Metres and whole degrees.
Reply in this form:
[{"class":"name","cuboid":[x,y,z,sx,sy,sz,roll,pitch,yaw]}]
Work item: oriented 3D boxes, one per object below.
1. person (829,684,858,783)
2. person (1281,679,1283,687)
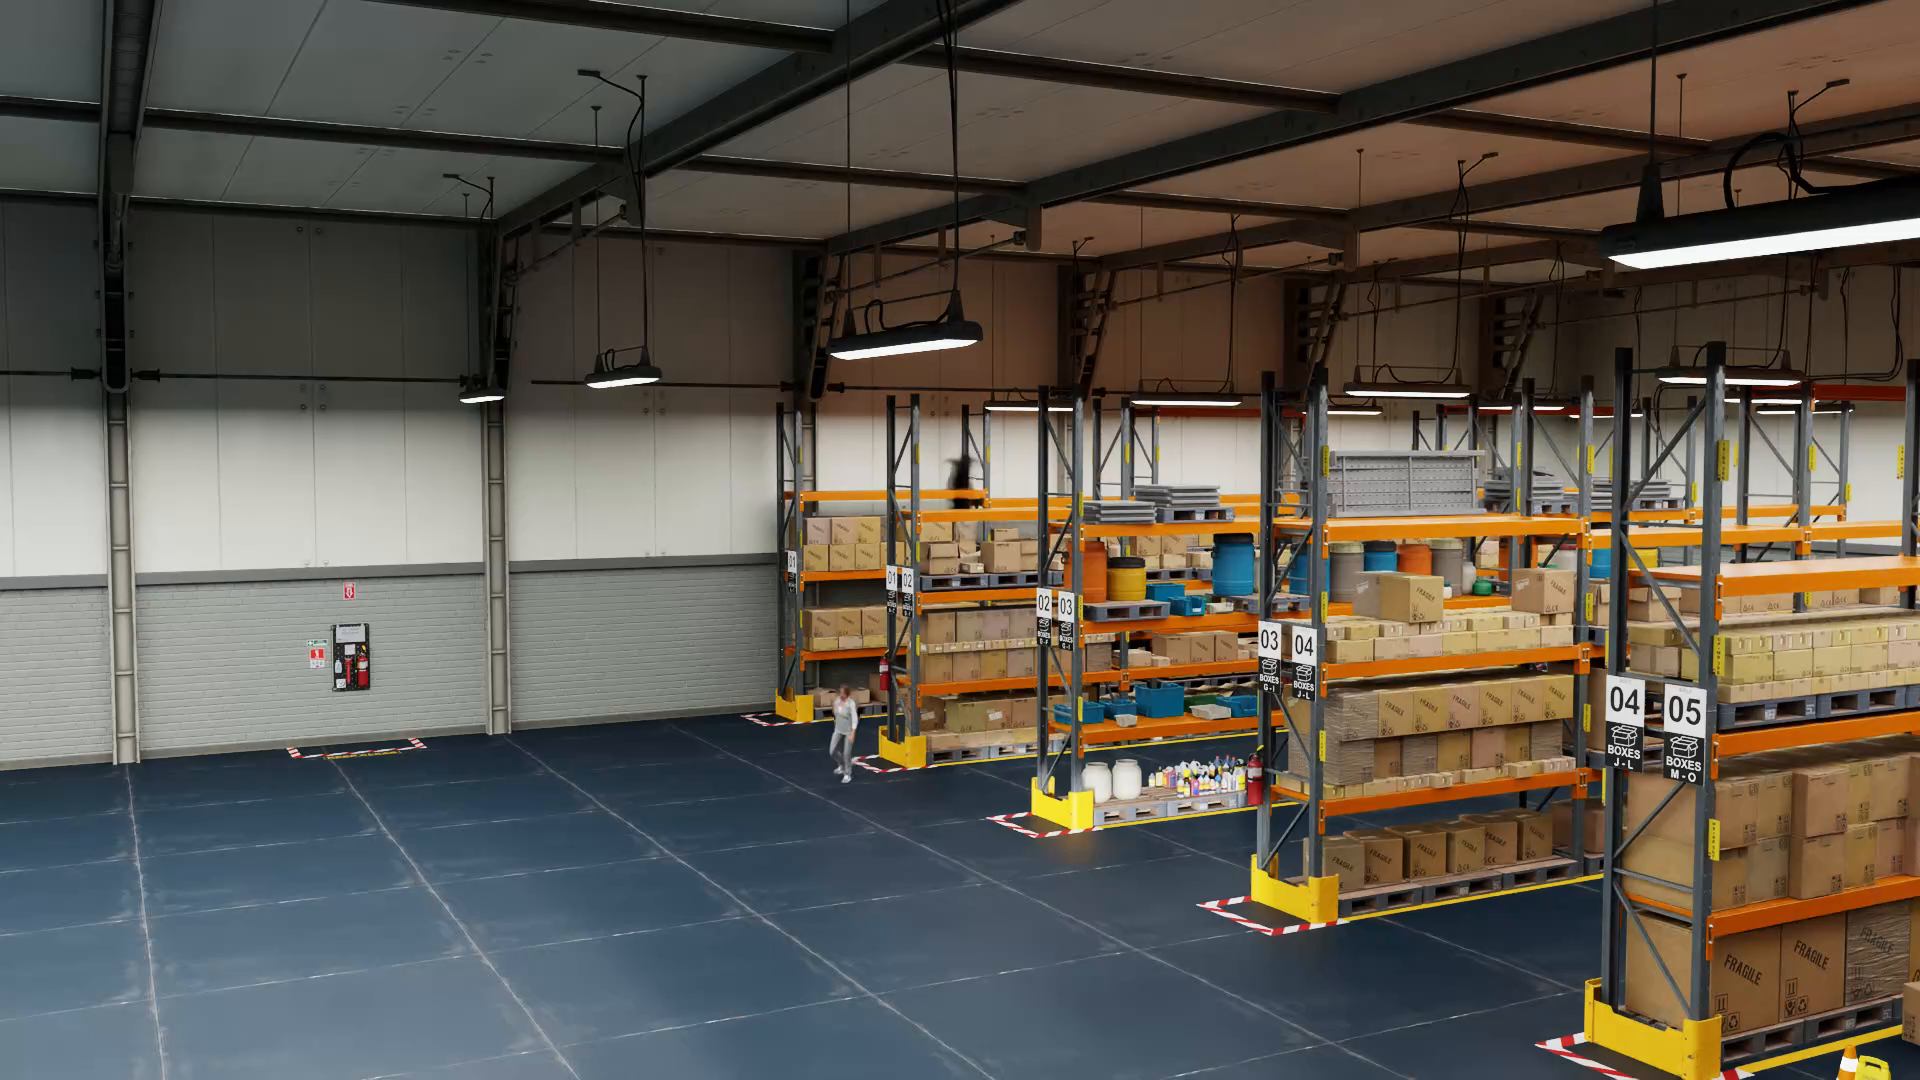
[{"class":"person","cuboid":[-1.762,2.966,25.471,0.566,1.557,0.525,2,4,26]},{"class":"person","cuboid":[6.302,2.392,33.488,0.813,1.805,0.625,-1,4,-24]}]
